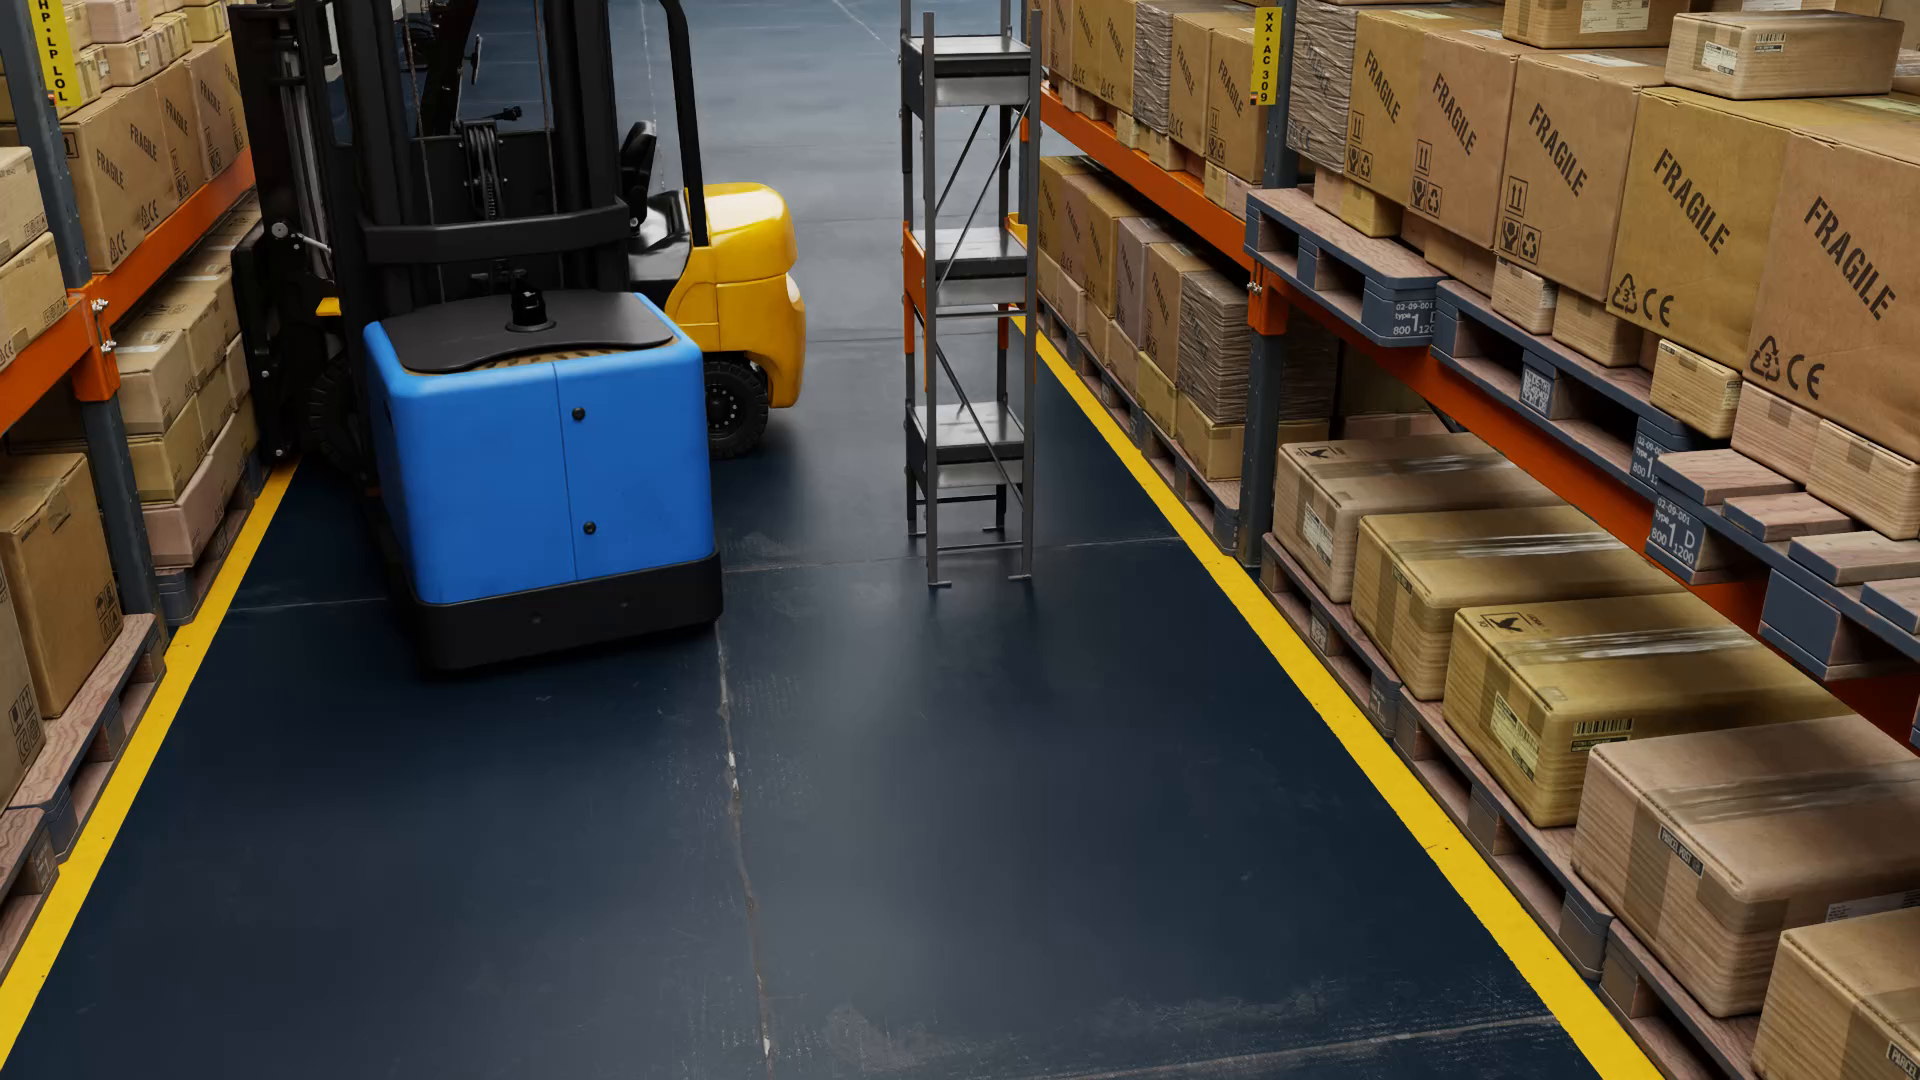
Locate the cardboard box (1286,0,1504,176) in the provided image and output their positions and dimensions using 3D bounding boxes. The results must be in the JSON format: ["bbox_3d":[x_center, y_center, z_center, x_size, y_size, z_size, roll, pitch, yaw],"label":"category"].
[{"bbox_3d":[1.396,-1.485,5.382,0.500,0.500,0.500,-4,24,-8],"label":"cardboard box"}]

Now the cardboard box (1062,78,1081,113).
[{"bbox_3d":[0.743,-2.314,8.614,0.380,0.149,0.250,-4,24,-9],"label":"cardboard box"}]

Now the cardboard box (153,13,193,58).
[{"bbox_3d":[-3.353,-2.045,6.749,0.380,0.149,0.250,-5,24,-11],"label":"cardboard box"}]

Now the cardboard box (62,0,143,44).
[{"bbox_3d":[-3.193,-1.879,5.997,0.380,0.149,0.250,-4,24,-9],"label":"cardboard box"}]

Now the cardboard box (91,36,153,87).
[{"bbox_3d":[-3.184,-1.740,6.051,0.380,0.149,0.250,-4,24,-9],"label":"cardboard box"}]

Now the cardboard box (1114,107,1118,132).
[{"bbox_3d":[0.951,-2.009,7.916,0.380,0.149,0.250,-5,24,-11],"label":"cardboard box"}]

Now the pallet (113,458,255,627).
[{"bbox_3d":[-3.392,0.014,6.453,1.003,0.211,1.213,-4,24,-10],"label":"pallet"}]

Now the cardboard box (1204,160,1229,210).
[{"bbox_3d":[1.179,-1.403,6.528,0.380,0.149,0.250,-4,24,-9],"label":"cardboard box"}]

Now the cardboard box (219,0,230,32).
[{"bbox_3d":[-3.492,-2.343,7.433,0.380,0.149,0.250,-5,24,-11],"label":"cardboard box"}]

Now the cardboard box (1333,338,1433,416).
[{"bbox_3d":[1.747,-0.844,6.909,0.500,0.500,0.500,-3,24,-7],"label":"cardboard box"}]

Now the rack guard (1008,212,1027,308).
[{"bbox_3d":[0.866,-1.714,10.050,1.175,0.500,0.348,-4,24,-10],"label":"rack guard"}]

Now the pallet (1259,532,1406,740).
[{"bbox_3d":[1.737,0.268,5.873,1.003,0.211,1.213,-4,24,-10],"label":"pallet"}]

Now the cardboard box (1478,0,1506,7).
[{"bbox_3d":[1.902,-1.526,5.475,0.500,0.500,0.500,-5,24,-11],"label":"cardboard box"}]

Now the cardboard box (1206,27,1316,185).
[{"bbox_3d":[1.265,-1.655,6.295,0.500,0.500,0.500,-5,24,-11],"label":"cardboard box"}]

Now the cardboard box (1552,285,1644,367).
[{"bbox_3d":[1.675,-0.535,4.017,0.380,0.149,0.250,-5,24,-11],"label":"cardboard box"}]

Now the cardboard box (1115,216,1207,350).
[{"bbox_3d":[1.027,-1.206,7.737,0.500,0.500,0.500,-3,24,-7],"label":"cardboard box"}]

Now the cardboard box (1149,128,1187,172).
[{"bbox_3d":[1.041,-1.704,7.219,0.380,0.149,0.250,-5,24,-11],"label":"cardboard box"}]

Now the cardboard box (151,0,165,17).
[{"bbox_3d":[-3.433,-2.172,6.668,0.380,0.149,0.250,-4,24,-10],"label":"cardboard box"}]

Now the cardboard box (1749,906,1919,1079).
[{"bbox_3d":[2.236,1.046,3.366,0.950,0.372,0.625,-6,24,-13],"label":"cardboard box"}]

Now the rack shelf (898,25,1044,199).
[{"bbox_3d":[0.031,-1.526,5.906,0.431,0.518,0.480,-4,24,-10],"label":"rack shelf"}]

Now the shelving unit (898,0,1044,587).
[{"bbox_3d":[0.031,-0.897,6.181,0.431,2.100,0.503,-4,24,-10],"label":"shelving unit"}]

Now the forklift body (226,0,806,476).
[{"bbox_3d":[-1.882,-1.521,7.545,2.313,2.155,1.214,-4,24,-10],"label":"forklift body"}]

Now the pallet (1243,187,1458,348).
[{"bbox_3d":[1.590,-0.917,5.342,1.003,0.211,1.213,-4,24,-10],"label":"pallet"}]

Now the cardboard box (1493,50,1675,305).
[{"bbox_3d":[1.673,-0.892,4.022,0.500,0.500,0.500,-5,24,-12],"label":"cardboard box"}]

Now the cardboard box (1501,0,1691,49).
[{"bbox_3d":[1.633,-1.357,4.278,0.380,0.149,0.250,-3,24,-7],"label":"cardboard box"}]

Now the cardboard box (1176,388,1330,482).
[{"bbox_3d":[1.218,-0.461,6.969,0.500,0.250,0.500,-3,24,-7],"label":"cardboard box"}]

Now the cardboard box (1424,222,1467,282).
[{"bbox_3d":[1.554,-0.844,4.724,0.380,0.149,0.250,-4,24,-9],"label":"cardboard box"}]

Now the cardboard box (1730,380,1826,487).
[{"bbox_3d":[1.789,-0.227,3.312,0.380,0.149,0.250,-5,24,-12],"label":"cardboard box"}]

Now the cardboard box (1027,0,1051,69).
[{"bbox_3d":[0.667,-2.865,9.065,0.500,0.500,0.500,-5,24,-11],"label":"cardboard box"}]

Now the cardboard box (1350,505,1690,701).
[{"bbox_3d":[1.827,0.184,5.339,0.950,0.372,0.625,-3,24,-6],"label":"cardboard box"}]

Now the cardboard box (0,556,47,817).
[{"bbox_3d":[-3.043,0.459,4.395,0.875,0.625,0.625,-5,24,-10],"label":"cardboard box"}]

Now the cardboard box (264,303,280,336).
[{"bbox_3d":[-3.341,-0.917,7.389,0.500,0.250,0.500,-4,24,-10],"label":"cardboard box"}]

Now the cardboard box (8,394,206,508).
[{"bbox_3d":[-3.072,-0.322,6.026,0.500,0.250,0.500,-4,24,-10],"label":"cardboard box"}]

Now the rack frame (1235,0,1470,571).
[{"bbox_3d":[1.591,-1.316,6.016,1.000,3.000,0.127,-4,24,-10],"label":"rack frame"}]

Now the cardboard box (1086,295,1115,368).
[{"bbox_3d":[0.929,-1.069,8.361,0.500,0.250,0.500,-3,24,-6],"label":"cardboard box"}]

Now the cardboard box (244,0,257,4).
[{"bbox_3d":[-3.610,-2.650,8.134,0.380,0.149,0.250,-4,24,-9],"label":"cardboard box"}]

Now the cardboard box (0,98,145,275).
[{"bbox_3d":[-3.112,-1.187,5.595,0.500,0.500,0.500,-5,24,-11],"label":"cardboard box"}]

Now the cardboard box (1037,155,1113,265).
[{"bbox_3d":[0.734,-1.819,9.140,0.500,0.500,0.500,-5,24,-12],"label":"cardboard box"}]

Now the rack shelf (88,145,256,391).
[{"bbox_3d":[-3.656,-1.404,7.117,1.077,0.370,4.000,-4,24,-10],"label":"rack shelf"}]

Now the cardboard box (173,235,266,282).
[{"bbox_3d":[-3.345,-1.155,7.309,0.500,0.250,0.500,-5,24,-11],"label":"cardboard box"}]

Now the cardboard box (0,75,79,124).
[{"bbox_3d":[-3.087,-1.435,5.353,0.380,0.149,0.250,-5,24,-11],"label":"cardboard box"}]

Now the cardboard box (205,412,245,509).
[{"bbox_3d":[-3.159,-0.293,6.584,0.500,0.250,0.500,-5,24,-11],"label":"cardboard box"}]

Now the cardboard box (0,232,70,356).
[{"bbox_3d":[-2.936,-0.700,4.792,0.500,0.250,0.500,-4,24,-9],"label":"cardboard box"}]

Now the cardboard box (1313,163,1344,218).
[{"bbox_3d":[1.383,-1.153,5.431,0.380,0.149,0.250,-4,24,-9],"label":"cardboard box"}]

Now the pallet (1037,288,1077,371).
[{"bbox_3d":[0.981,-1.260,9.371,1.003,0.211,1.213,-4,24,-10],"label":"pallet"}]

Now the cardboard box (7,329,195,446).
[{"bbox_3d":[-3.067,-0.552,5.927,0.500,0.250,0.500,-5,24,-11],"label":"cardboard box"}]

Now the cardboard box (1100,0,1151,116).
[{"bbox_3d":[0.963,-2.262,7.684,0.500,0.500,0.500,-5,24,-11],"label":"cardboard box"}]

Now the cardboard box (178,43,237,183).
[{"bbox_3d":[-3.391,-1.789,6.974,0.500,0.500,0.500,-4,24,-9],"label":"cardboard box"}]

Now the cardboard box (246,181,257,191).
[{"bbox_3d":[-3.634,-1.753,8.678,0.500,0.250,0.500,-4,24,-8],"label":"cardboard box"}]

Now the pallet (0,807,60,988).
[{"bbox_3d":[-2.883,1.098,3.972,1.003,0.211,1.213,-4,24,-10],"label":"pallet"}]

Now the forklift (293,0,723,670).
[{"bbox_3d":[-1.924,-1.464,6.441,1.130,2.935,3.031,-10,26,-22],"label":"forklift"}]
